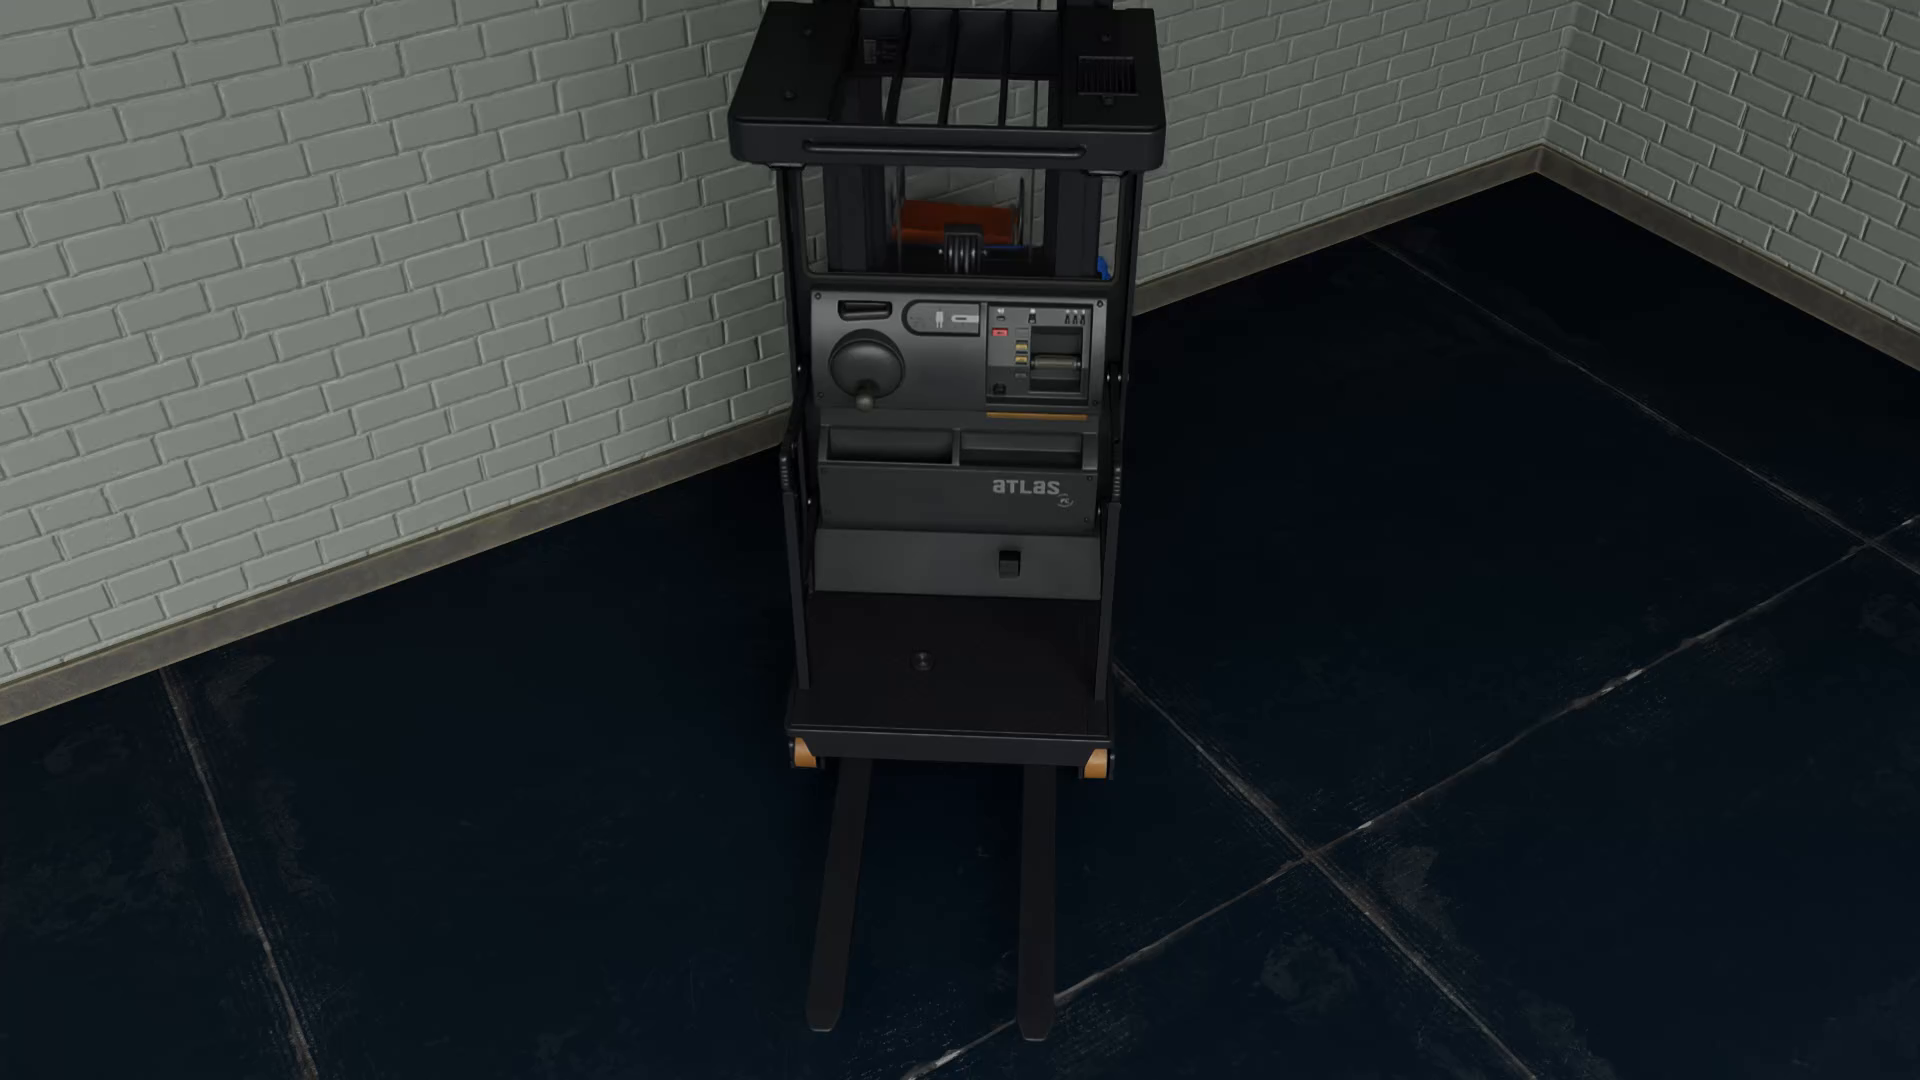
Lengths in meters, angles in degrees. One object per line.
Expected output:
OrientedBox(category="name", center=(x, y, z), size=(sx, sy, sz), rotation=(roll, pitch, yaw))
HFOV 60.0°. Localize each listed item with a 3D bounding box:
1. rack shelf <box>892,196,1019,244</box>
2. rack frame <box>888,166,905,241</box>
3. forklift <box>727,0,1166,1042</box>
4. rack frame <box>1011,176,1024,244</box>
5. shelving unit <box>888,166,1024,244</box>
OrientedBox(category="rack shelf", center=(-0.012, -1.238, 6.685), size=(0.480, 0.148, 0.258), rotation=(6, 40, 8))
OrientedBox(category="rack frame", center=(-0.252, -0.963, 6.968), size=(0.015, 1.200, 0.240), rotation=(6, 40, 8))
OrientedBox(category="forklift", center=(-0.014, -0.518, 5.082), size=(1.130, 2.935, 3.031), rotation=(2, 40, 2))
OrientedBox(category="rack frame", center=(0.228, -0.910, 6.904), size=(0.015, 1.200, 0.240), rotation=(6, 40, 8))
OrientedBox(category="shelving unit", center=(-0.012, -0.936, 6.936), size=(0.503, 1.200, 0.258), rotation=(6, 40, 8))
